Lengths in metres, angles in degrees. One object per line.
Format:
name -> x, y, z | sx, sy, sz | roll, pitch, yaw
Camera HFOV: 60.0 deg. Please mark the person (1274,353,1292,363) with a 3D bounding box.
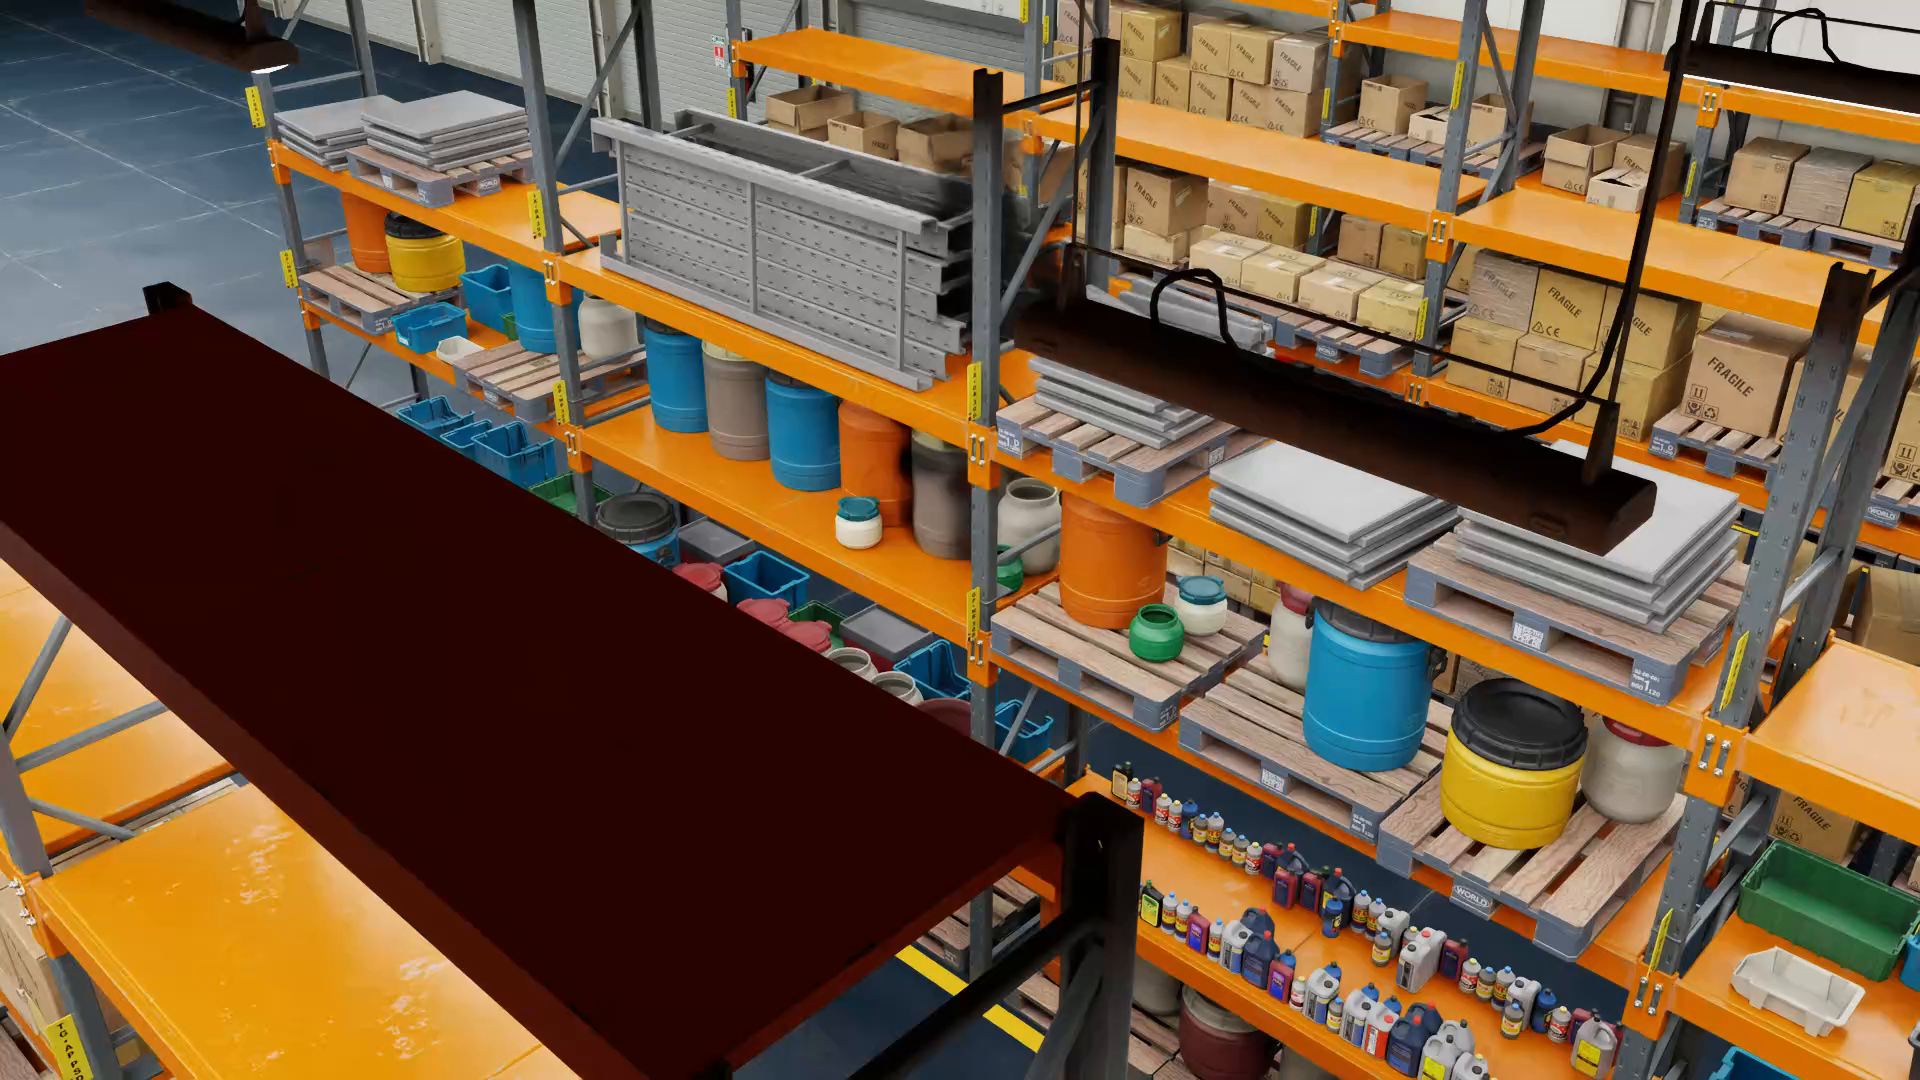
person -> 3.077, -1.095, 16.325 | 0.850, 1.829, 0.642 | 20, 35, 31
